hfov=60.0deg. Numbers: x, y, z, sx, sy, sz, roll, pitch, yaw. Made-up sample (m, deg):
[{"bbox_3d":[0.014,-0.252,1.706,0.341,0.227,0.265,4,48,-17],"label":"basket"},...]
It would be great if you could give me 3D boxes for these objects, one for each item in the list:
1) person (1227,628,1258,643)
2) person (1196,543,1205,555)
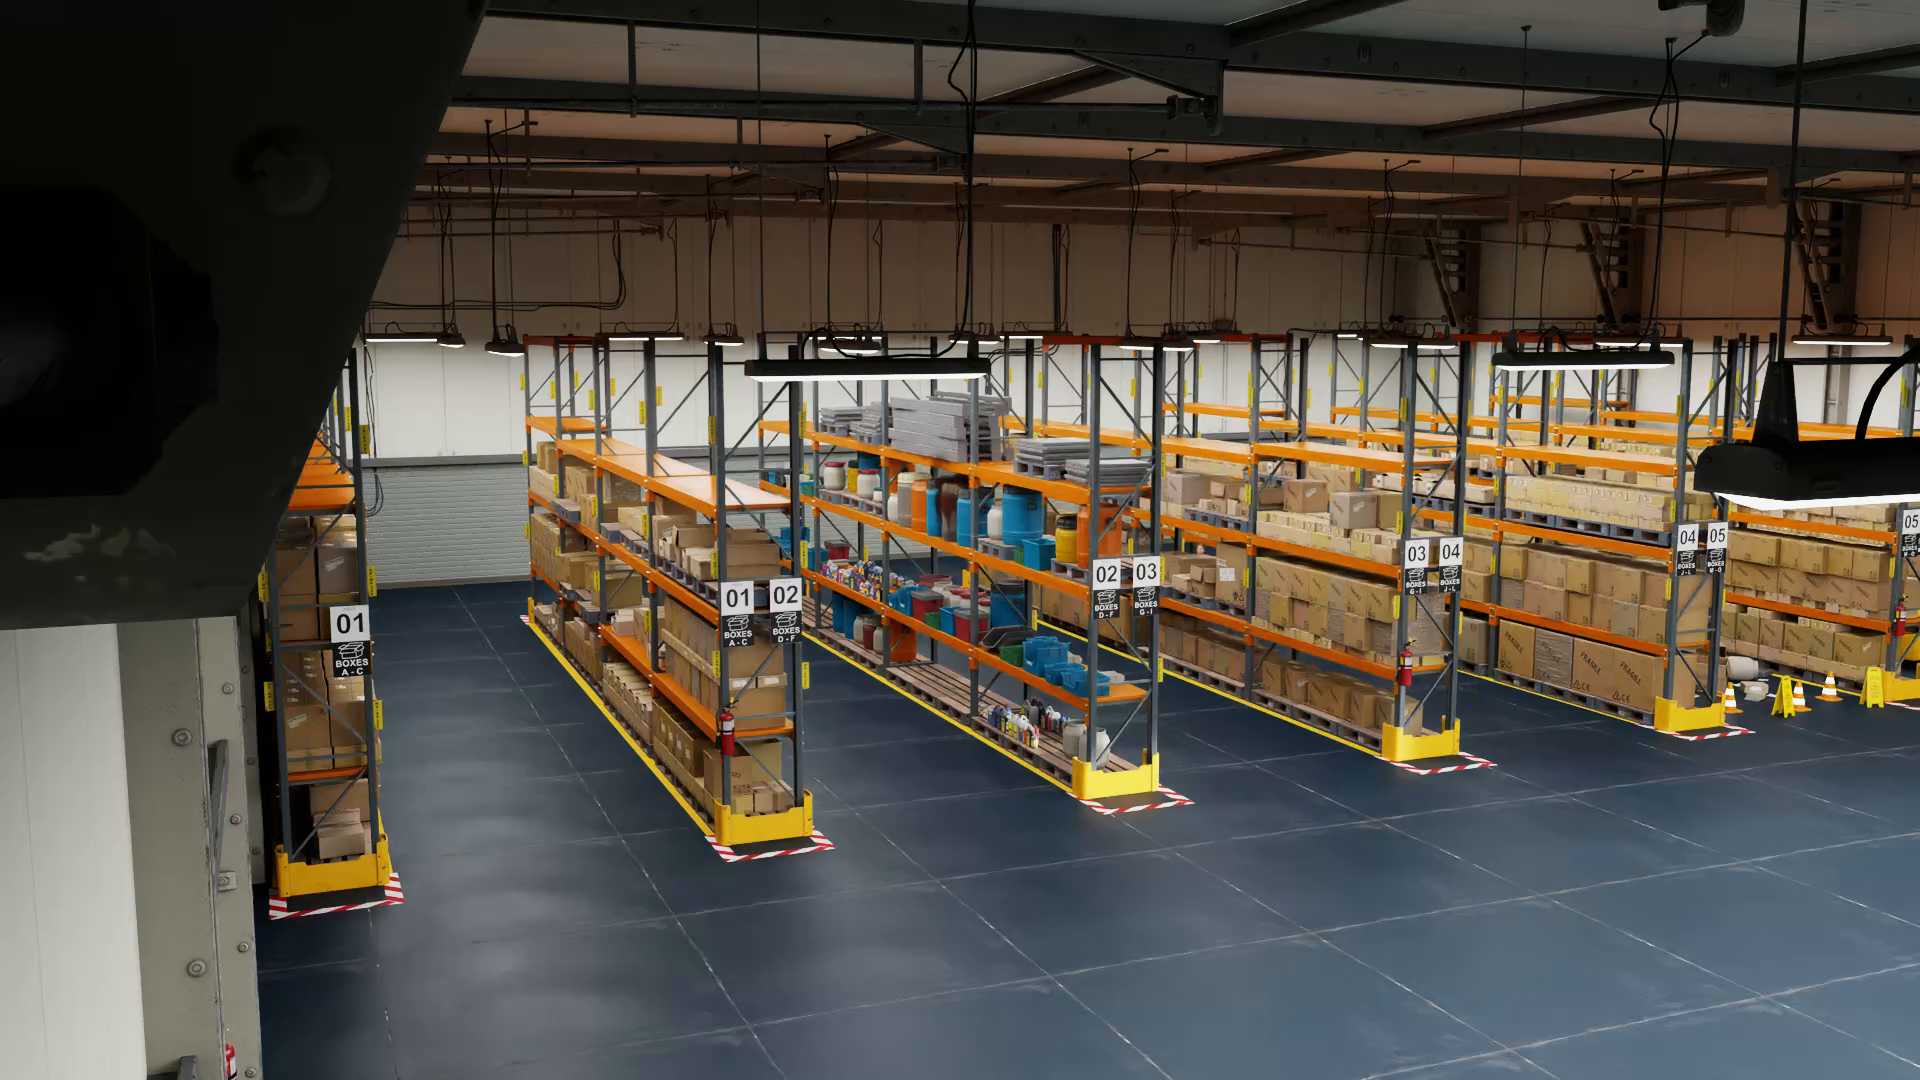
[{"bbox_3d":[5.386,1.259,31.555,0.670,1.744,0.992,-3,8,-22],"label":"person"},{"bbox_3d":[5.029,0.900,34.705,0.488,1.707,0.833,-3,8,-19],"label":"person"}]
